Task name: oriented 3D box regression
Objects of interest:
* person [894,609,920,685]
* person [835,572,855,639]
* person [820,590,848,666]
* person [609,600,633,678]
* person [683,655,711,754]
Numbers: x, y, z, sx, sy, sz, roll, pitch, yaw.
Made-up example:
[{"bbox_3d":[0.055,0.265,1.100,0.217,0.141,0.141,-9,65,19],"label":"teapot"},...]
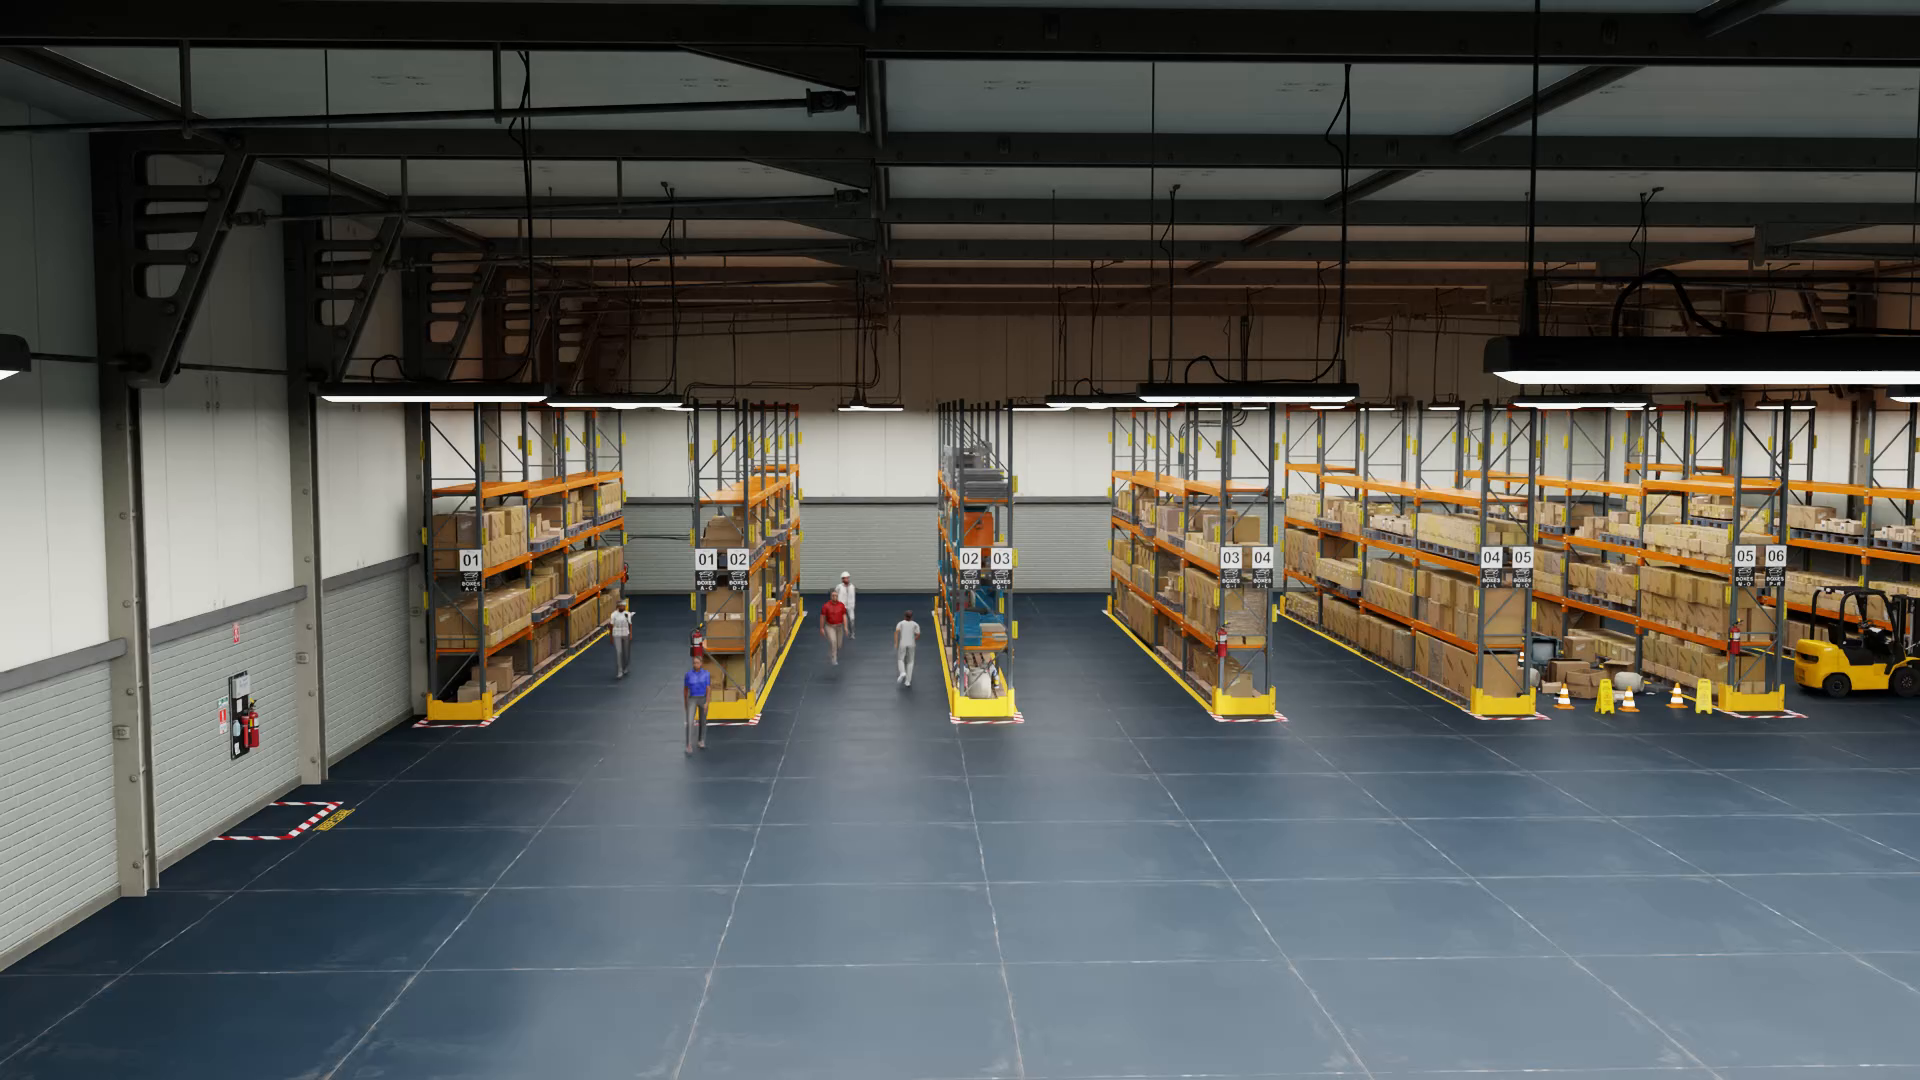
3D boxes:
[{"bbox_3d":[-1.117,2.267,35.304,0.555,1.568,0.728,0,4,0],"label":"person"},{"bbox_3d":[-2.774,1.597,40.265,0.518,1.657,1.018,-1,4,-12],"label":"person"},{"bbox_3d":[-2.727,1.909,36.386,0.584,1.596,1.099,-2,5,-29],"label":"person"},{"bbox_3d":[-7.385,2.150,36.430,0.477,1.668,0.731,-2,5,-27],"label":"person"},{"bbox_3d":[-4.453,2.761,28.131,0.482,1.607,0.945,-1,4,-13],"label":"person"}]
